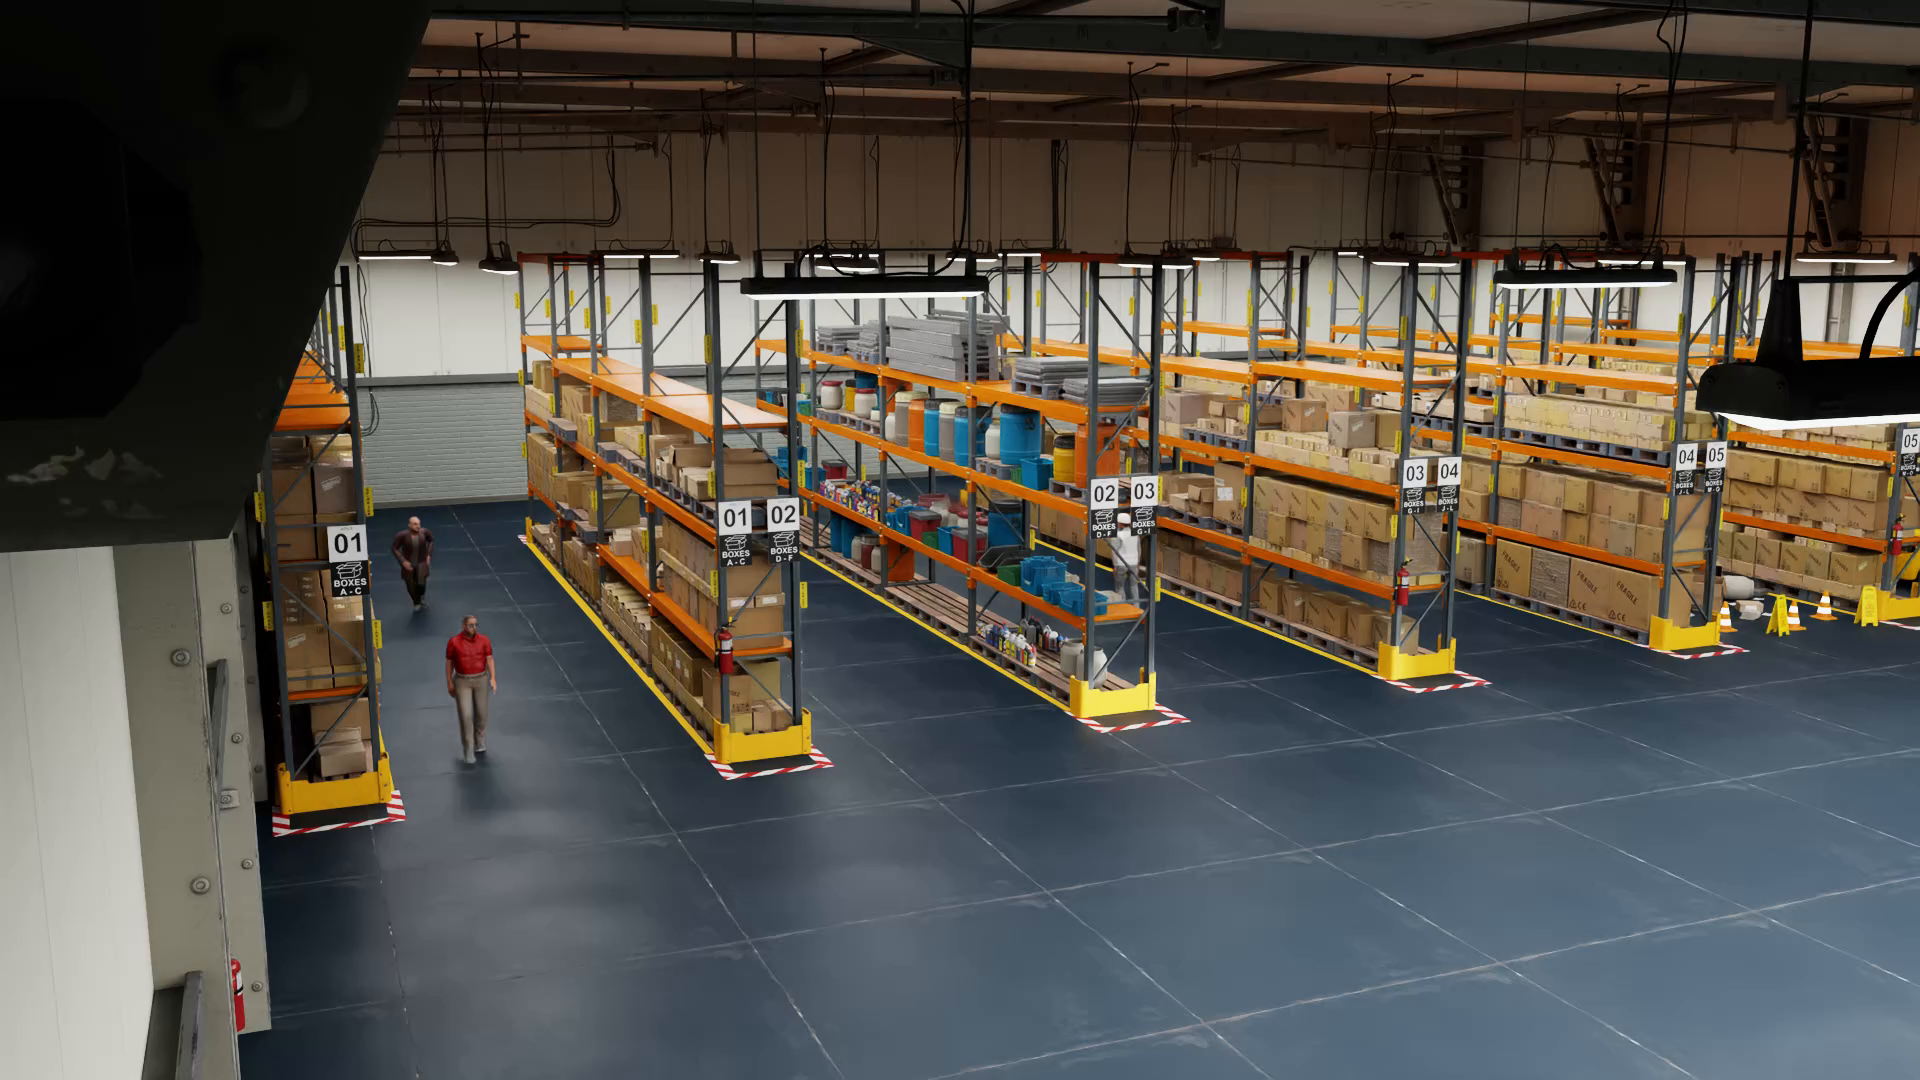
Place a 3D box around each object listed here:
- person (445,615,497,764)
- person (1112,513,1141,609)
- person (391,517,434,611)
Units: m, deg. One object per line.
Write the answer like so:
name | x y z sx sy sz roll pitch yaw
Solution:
person | -5.968 1.819 20.436 0.561 1.763 0.684 -6 12 -29
person | 2.793 0.420 27.853 0.563 1.774 0.524 -4 11 -21
person | -9.269 0.452 28.240 0.678 1.578 0.663 -2 11 -13
